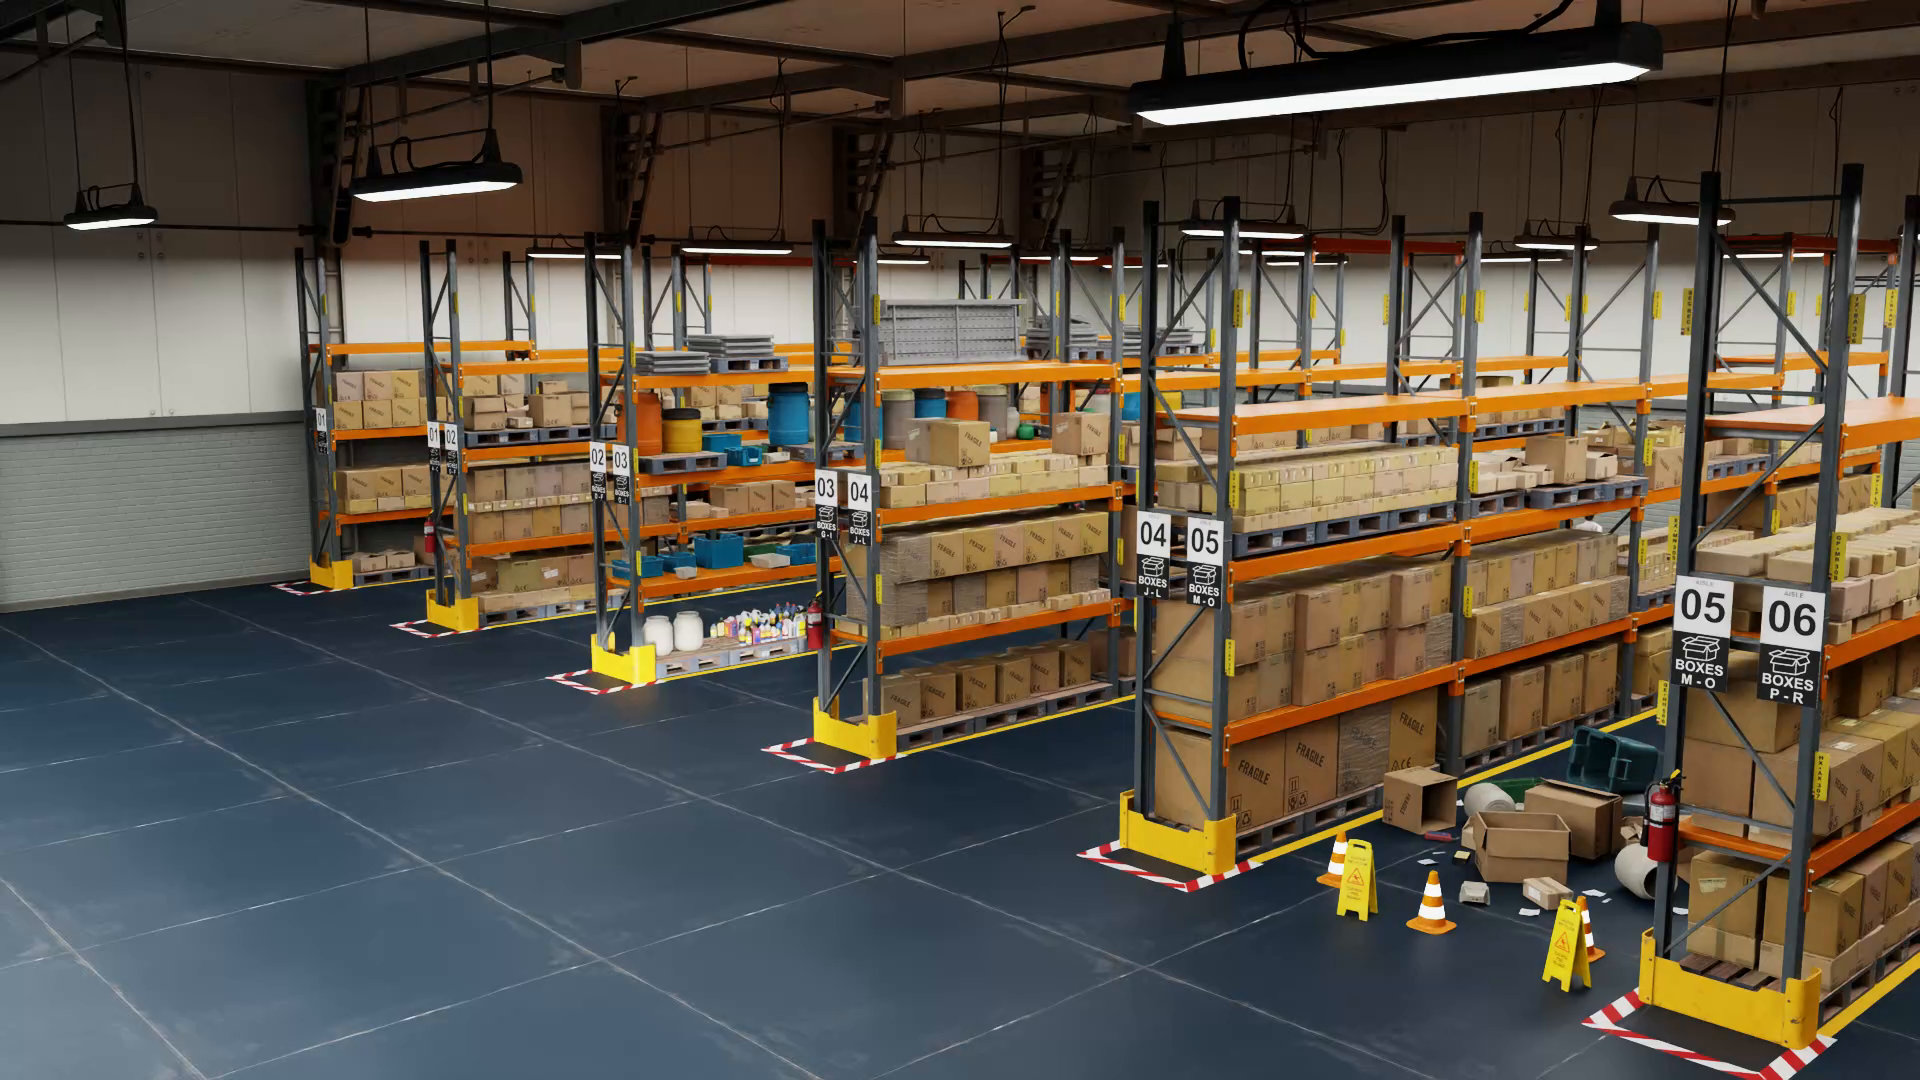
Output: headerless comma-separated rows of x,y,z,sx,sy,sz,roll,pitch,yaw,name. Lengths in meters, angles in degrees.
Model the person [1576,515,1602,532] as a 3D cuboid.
10.462,0.290,27.686,0.519,1.676,0.488,8,11,42,person
